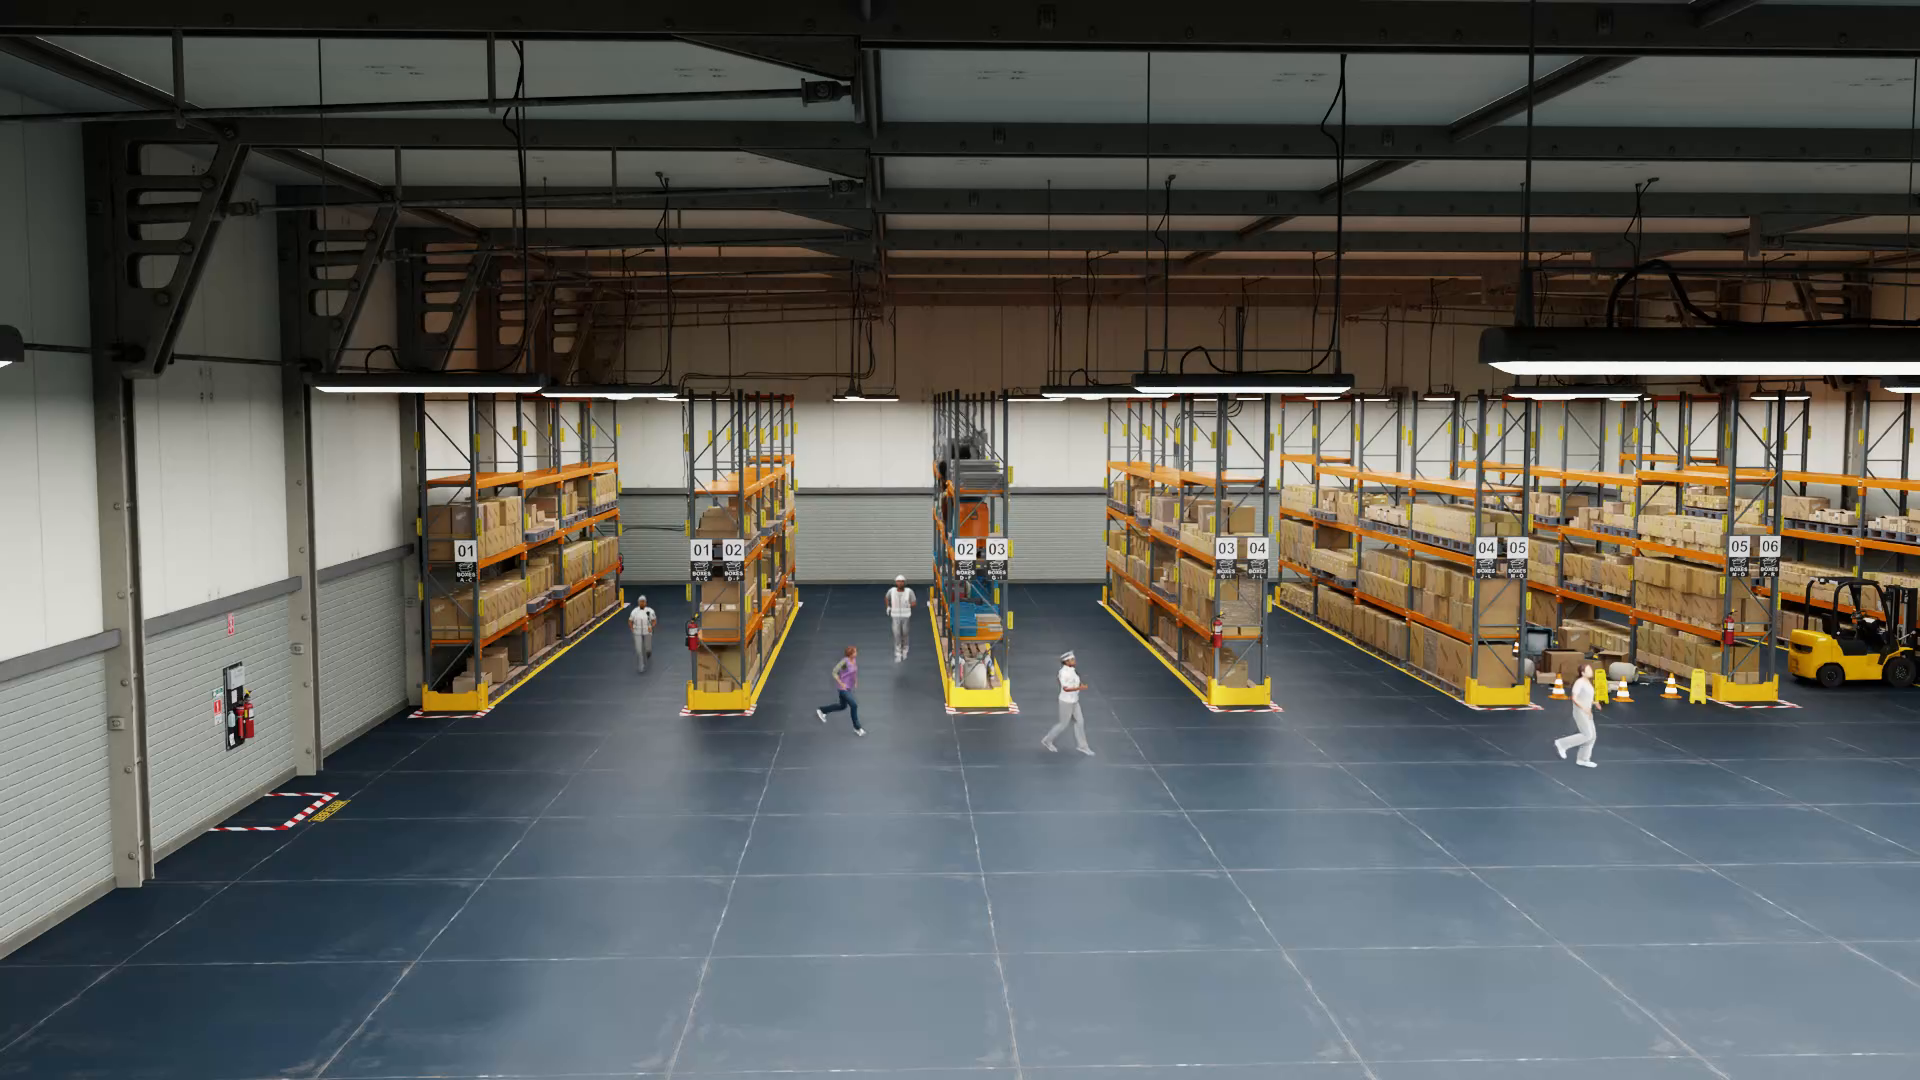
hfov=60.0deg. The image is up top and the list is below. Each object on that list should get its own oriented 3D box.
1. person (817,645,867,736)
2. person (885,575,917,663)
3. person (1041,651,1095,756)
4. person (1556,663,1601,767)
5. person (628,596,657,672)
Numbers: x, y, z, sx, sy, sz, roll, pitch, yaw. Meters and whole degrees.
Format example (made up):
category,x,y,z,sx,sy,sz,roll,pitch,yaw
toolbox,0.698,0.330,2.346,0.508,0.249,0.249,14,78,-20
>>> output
category,x,y,z,sx,sy,sz,roll,pitch,yaw
person,-2.064,2.614,28.893,0.954,1.555,0.536,2,5,20
person,-1.254,1.654,35.240,0.672,1.824,0.803,0,5,-1
person,1.761,2.650,27.067,0.870,1.723,0.570,2,5,19
person,9.843,2.769,26.440,0.620,1.630,0.565,3,6,35
person,-6.822,2.008,35.659,0.580,1.615,0.578,-1,5,-8
